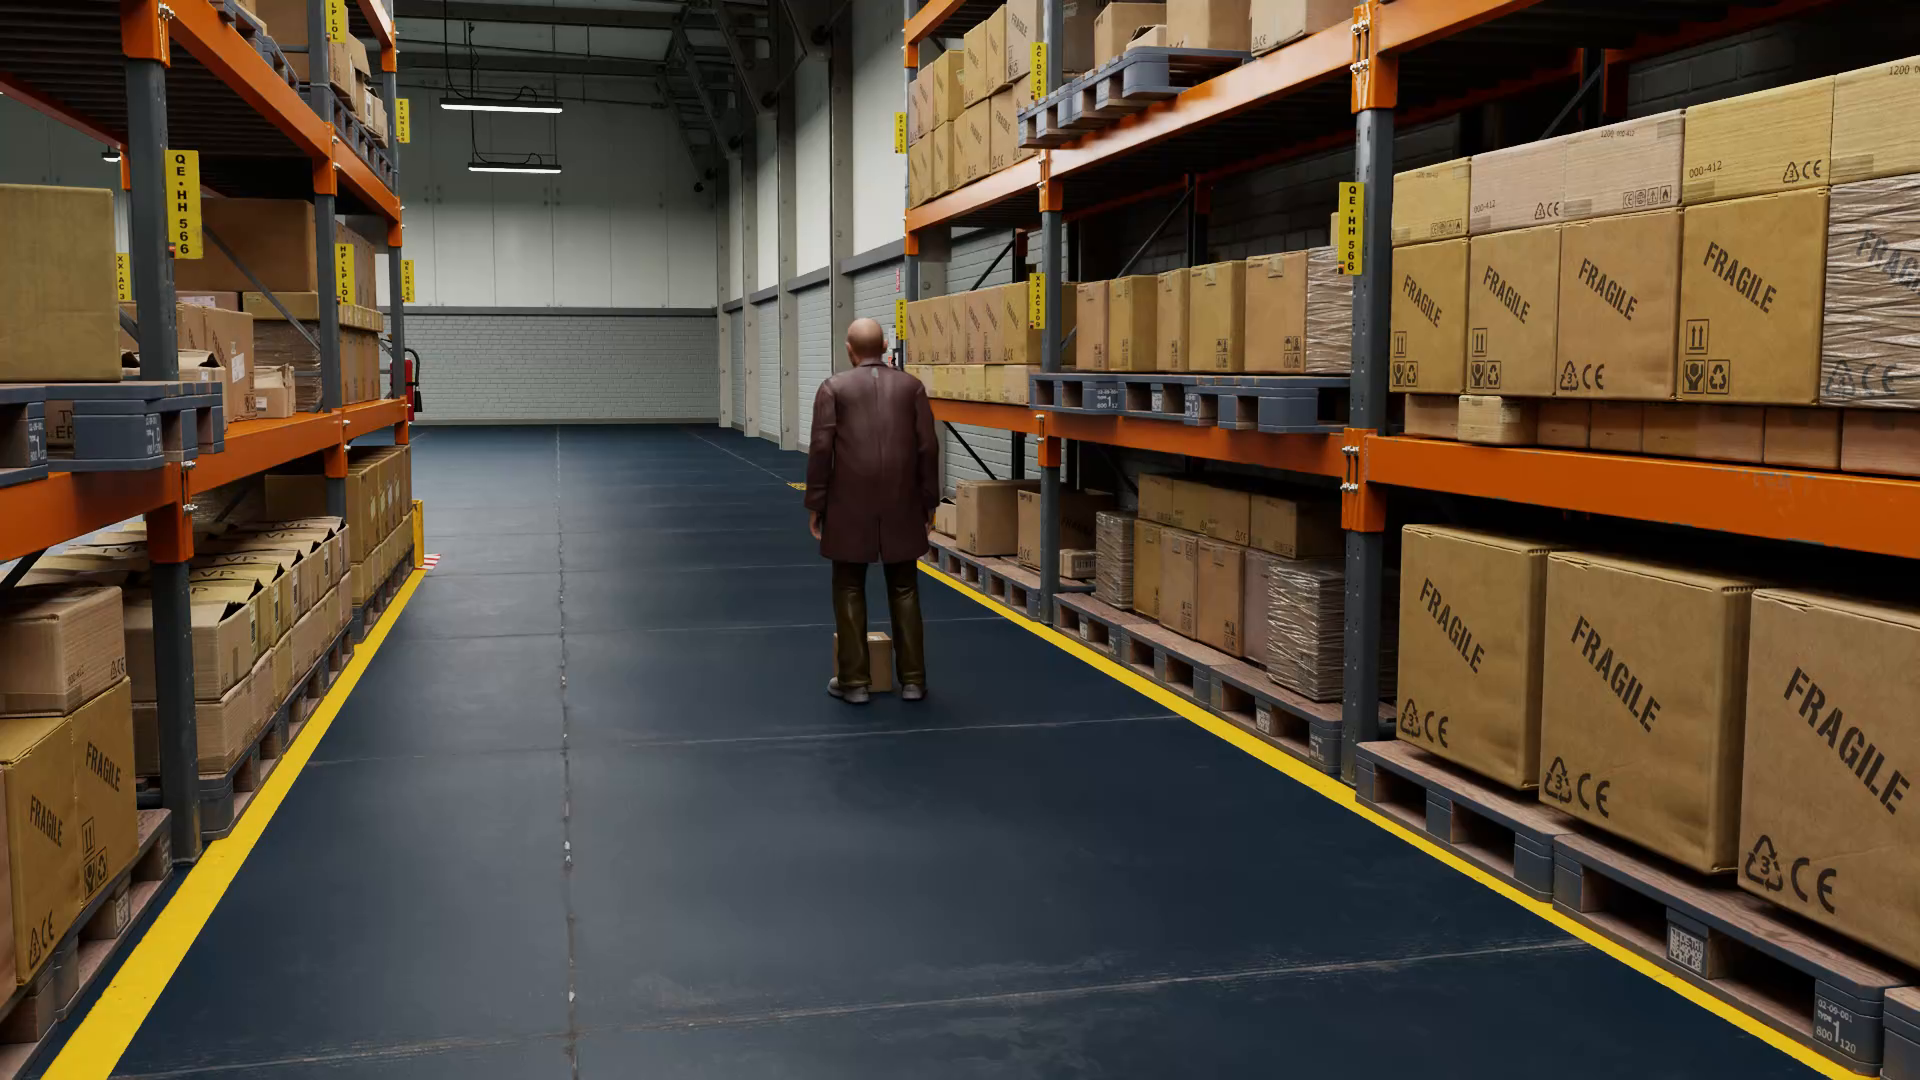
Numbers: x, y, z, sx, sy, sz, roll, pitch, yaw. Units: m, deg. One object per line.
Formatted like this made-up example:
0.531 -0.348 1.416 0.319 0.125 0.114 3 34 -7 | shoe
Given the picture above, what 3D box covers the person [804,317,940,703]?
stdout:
-0.405 -0.142 7.738 0.644 1.774 0.420 -2 6 -14 | person
